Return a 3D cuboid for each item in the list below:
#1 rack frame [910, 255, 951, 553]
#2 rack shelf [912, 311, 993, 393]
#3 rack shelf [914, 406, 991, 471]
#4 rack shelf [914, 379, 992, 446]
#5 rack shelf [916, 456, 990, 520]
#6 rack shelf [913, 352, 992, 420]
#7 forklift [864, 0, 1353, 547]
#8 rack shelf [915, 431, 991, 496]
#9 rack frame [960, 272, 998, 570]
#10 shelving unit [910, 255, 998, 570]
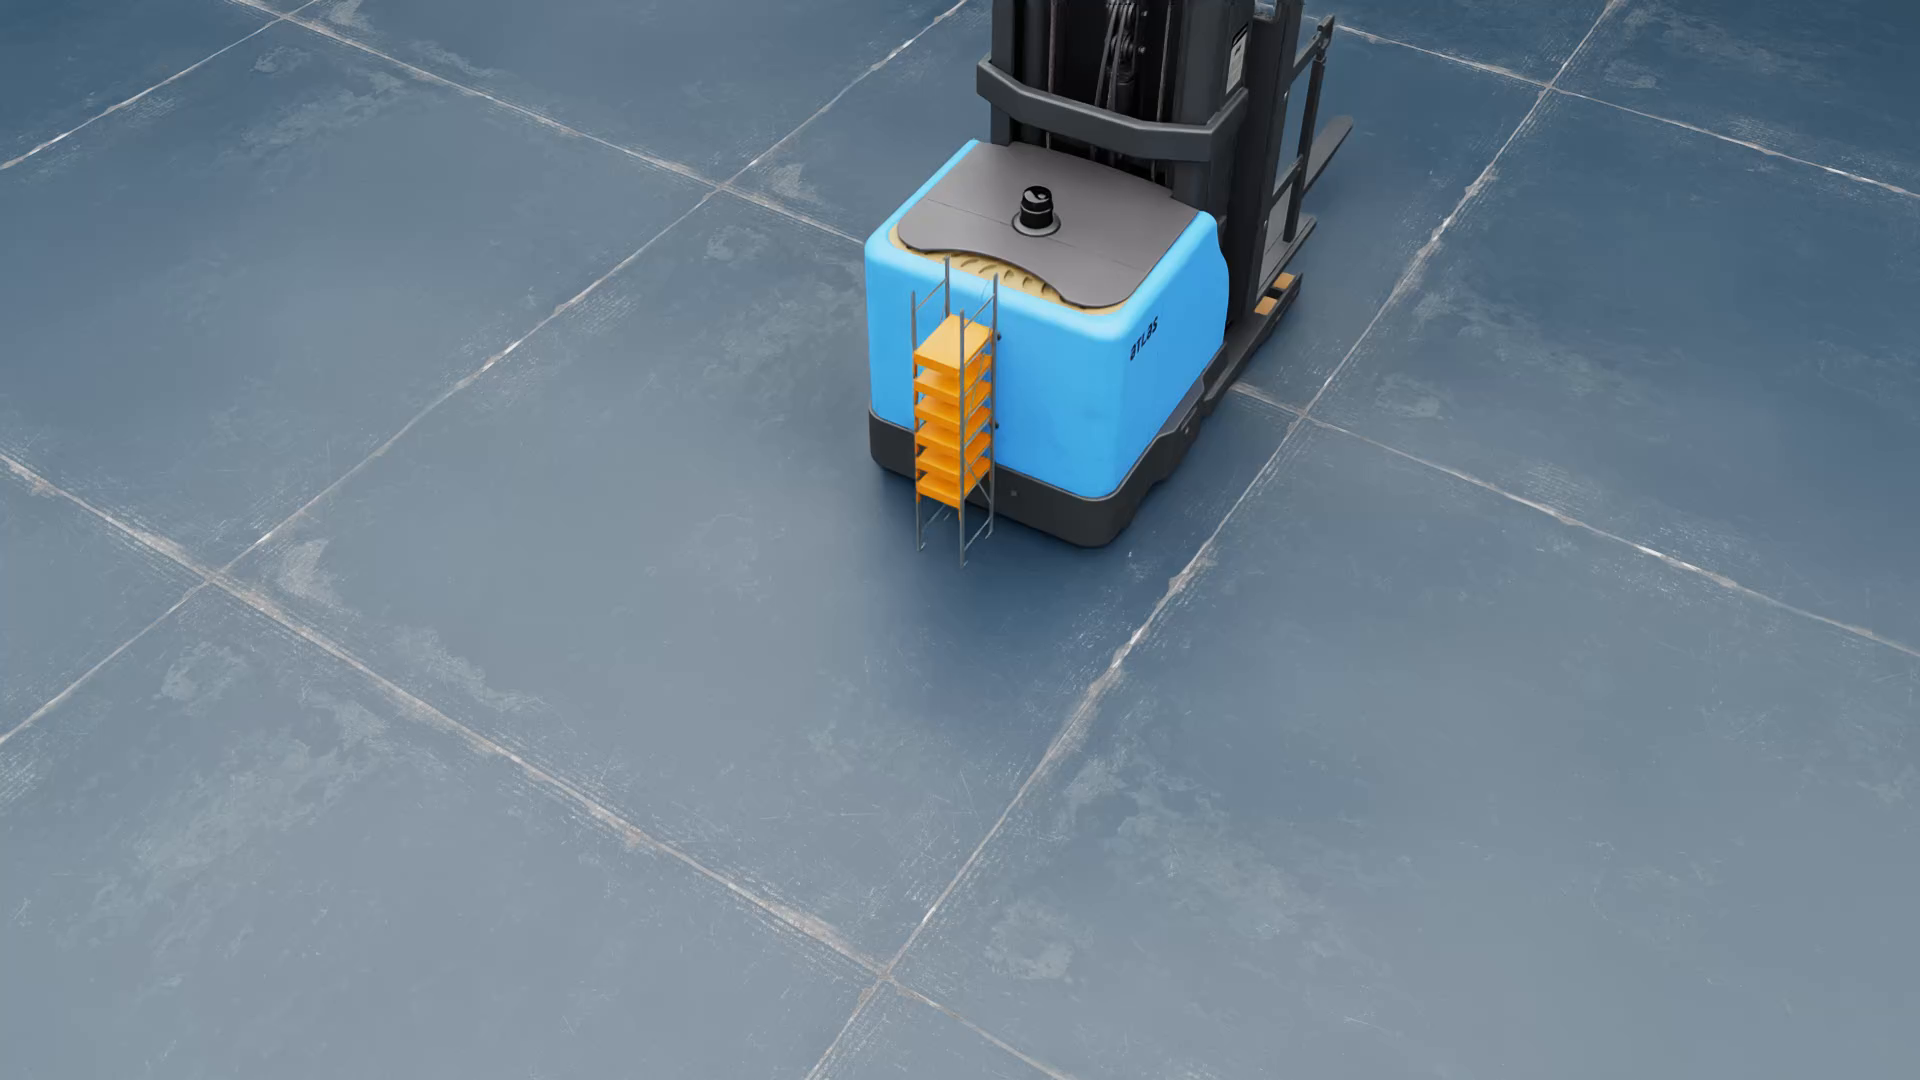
[{"bbox_3d":[-0.096,-0.446,5.847,0.006,1.200,0.240,23,50,21],"label":"rack frame"},{"bbox_3d":[-0.017,-0.634,5.589,0.180,0.103,0.258,23,50,21],"label":"rack shelf"},{"bbox_3d":[-0.017,-0.383,5.847,0.180,0.103,0.258,23,50,21],"label":"rack shelf"},{"bbox_3d":[-0.017,-0.466,5.761,0.180,0.103,0.258,23,50,21],"label":"rack shelf"},{"bbox_3d":[-0.017,-0.215,6.019,0.180,0.103,0.258,23,50,21],"label":"rack shelf"},{"bbox_3d":[-0.017,-0.550,5.675,0.180,0.103,0.258,23,50,21],"label":"rack shelf"},{"bbox_3d":[0.821,-2.046,6.194,1.130,2.935,3.031,22,50,20],"label":"forklift"},{"bbox_3d":[-0.017,-0.299,5.933,0.180,0.103,0.258,23,50,21],"label":"rack shelf"},{"bbox_3d":[0.062,-0.381,5.783,0.006,1.200,0.240,23,50,21],"label":"rack frame"},{"bbox_3d":[-0.017,-0.414,5.815,0.189,1.200,0.258,23,50,21],"label":"shelving unit"}]
